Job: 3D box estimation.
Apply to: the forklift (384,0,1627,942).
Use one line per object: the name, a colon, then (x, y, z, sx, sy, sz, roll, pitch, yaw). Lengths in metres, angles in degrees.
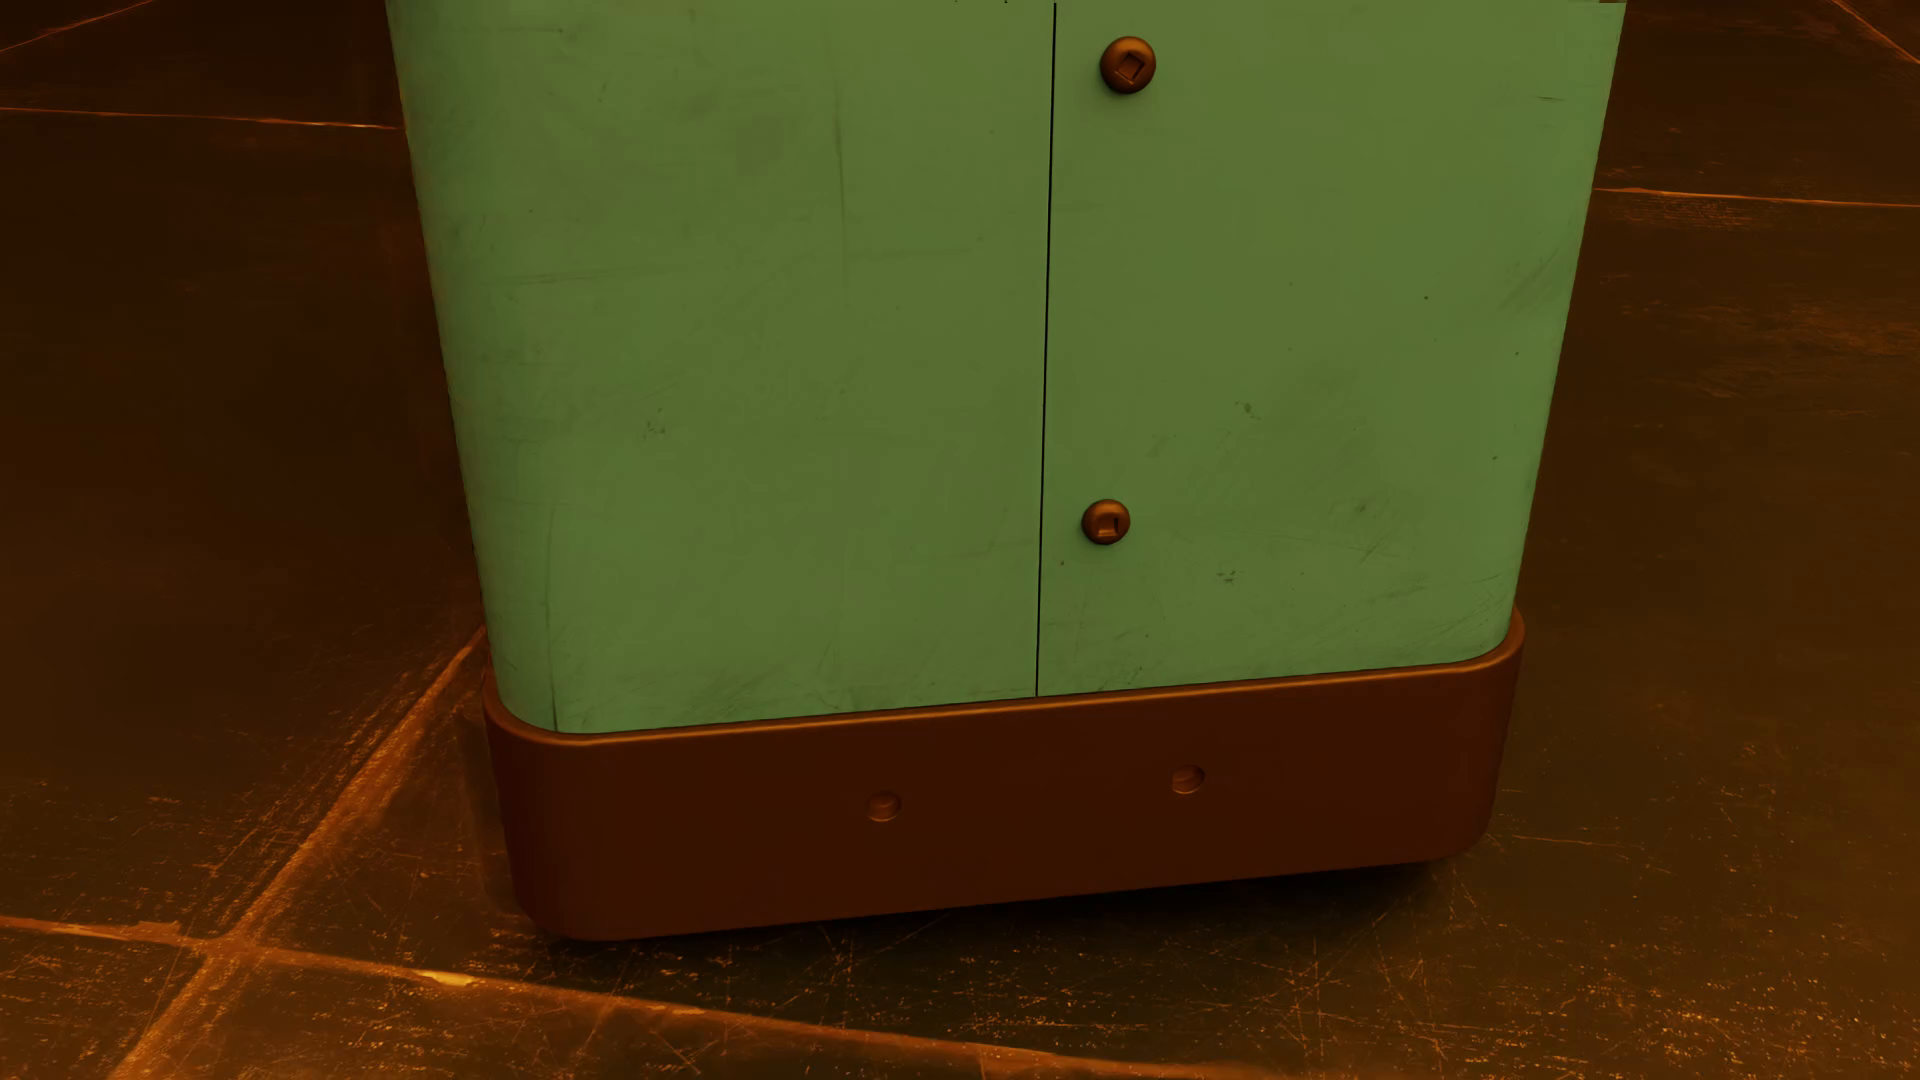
forklift: (-0.142, -1.579, 2.326, 1.130, 2.935, 3.031, -4, 29, -7)
